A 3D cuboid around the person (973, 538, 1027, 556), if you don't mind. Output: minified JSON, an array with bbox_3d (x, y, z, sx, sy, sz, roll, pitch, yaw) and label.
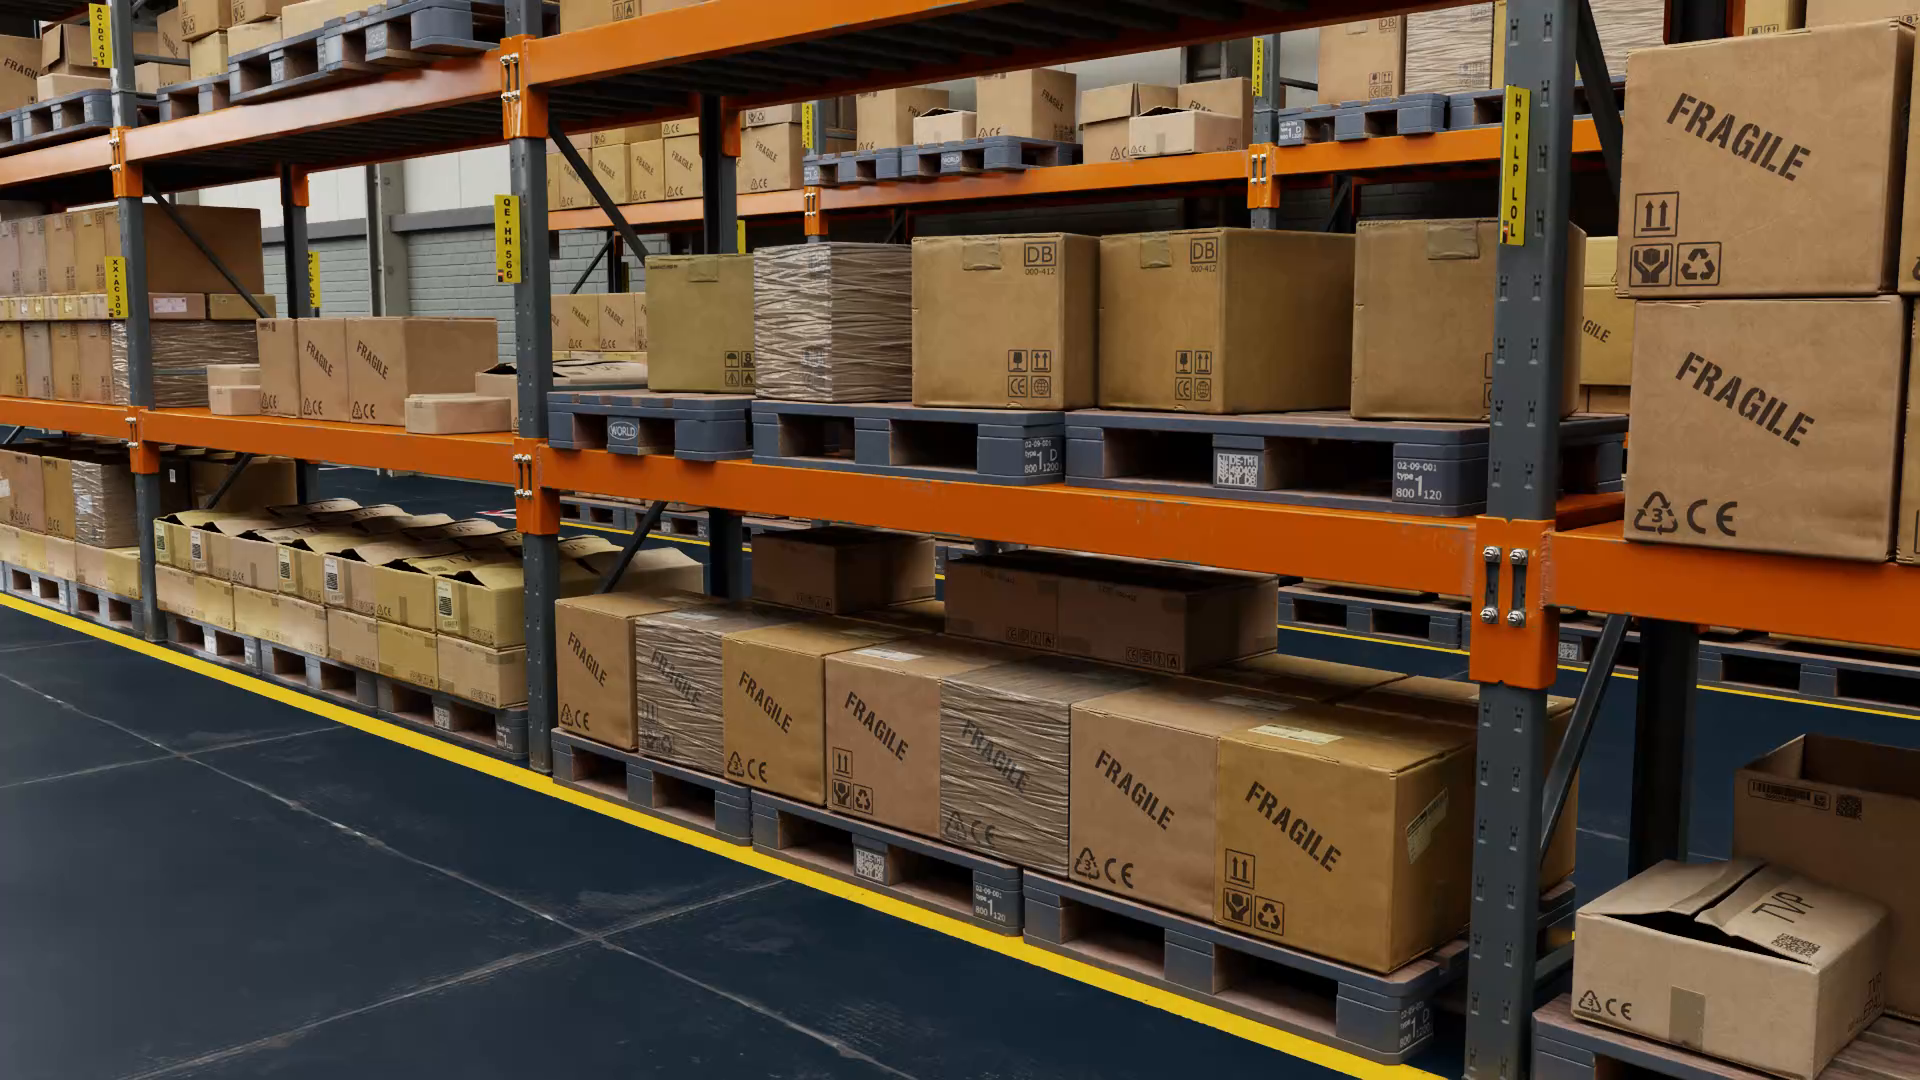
[{"bbox_3d":[0.206,-0.236,9.133,0.529,1.663,0.402,7,10,44],"label":"person"}]
